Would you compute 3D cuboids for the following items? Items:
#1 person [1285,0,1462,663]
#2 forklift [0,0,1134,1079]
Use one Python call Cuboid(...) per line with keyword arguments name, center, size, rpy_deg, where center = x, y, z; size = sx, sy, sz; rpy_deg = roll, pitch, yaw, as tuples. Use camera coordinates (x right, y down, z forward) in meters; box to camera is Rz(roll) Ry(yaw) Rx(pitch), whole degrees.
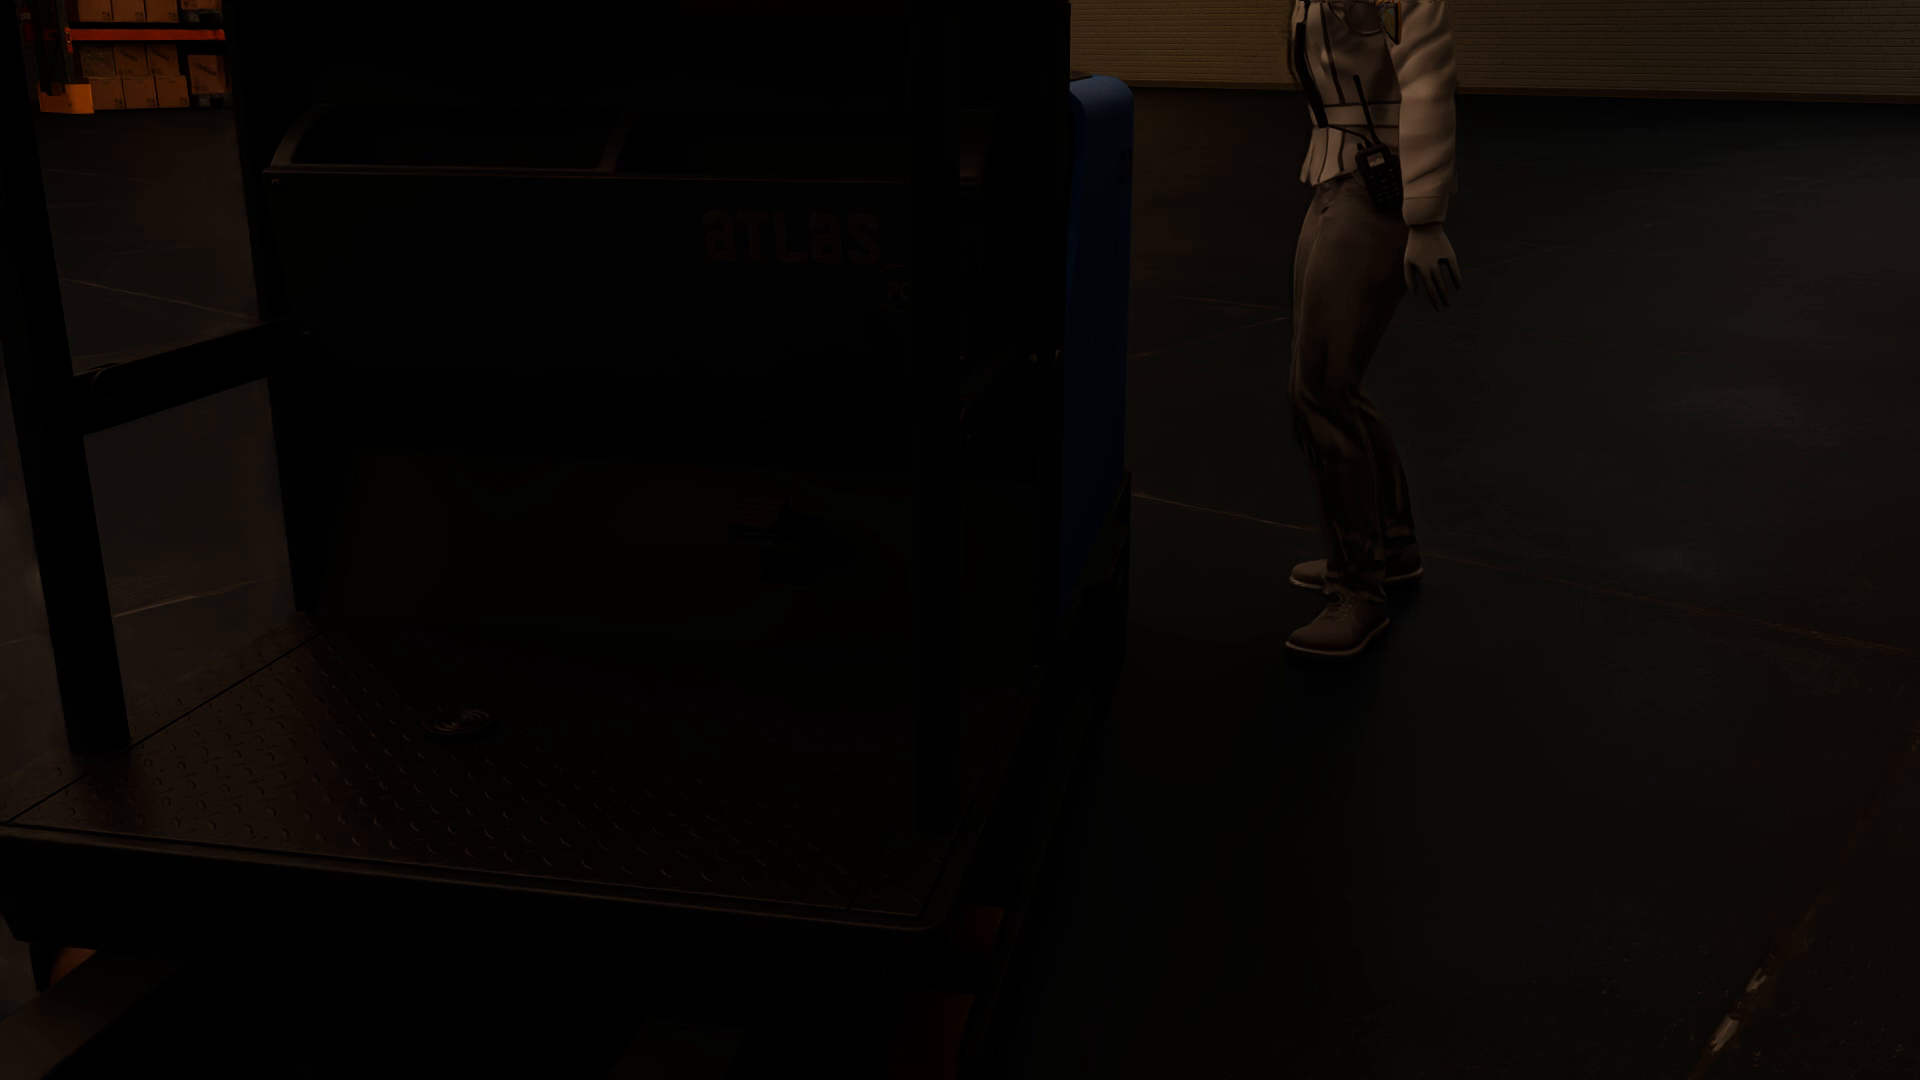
Cuboid(name="person", center=(0.798, -0.641, 3.278), size=(0.403, 1.638, 0.800), rpy_deg=(1, 17, 3))
Cuboid(name="forklift", center=(-0.456, -0.867, 1.753), size=(1.130, 2.935, 3.031), rpy_deg=(3, 17, 11))
